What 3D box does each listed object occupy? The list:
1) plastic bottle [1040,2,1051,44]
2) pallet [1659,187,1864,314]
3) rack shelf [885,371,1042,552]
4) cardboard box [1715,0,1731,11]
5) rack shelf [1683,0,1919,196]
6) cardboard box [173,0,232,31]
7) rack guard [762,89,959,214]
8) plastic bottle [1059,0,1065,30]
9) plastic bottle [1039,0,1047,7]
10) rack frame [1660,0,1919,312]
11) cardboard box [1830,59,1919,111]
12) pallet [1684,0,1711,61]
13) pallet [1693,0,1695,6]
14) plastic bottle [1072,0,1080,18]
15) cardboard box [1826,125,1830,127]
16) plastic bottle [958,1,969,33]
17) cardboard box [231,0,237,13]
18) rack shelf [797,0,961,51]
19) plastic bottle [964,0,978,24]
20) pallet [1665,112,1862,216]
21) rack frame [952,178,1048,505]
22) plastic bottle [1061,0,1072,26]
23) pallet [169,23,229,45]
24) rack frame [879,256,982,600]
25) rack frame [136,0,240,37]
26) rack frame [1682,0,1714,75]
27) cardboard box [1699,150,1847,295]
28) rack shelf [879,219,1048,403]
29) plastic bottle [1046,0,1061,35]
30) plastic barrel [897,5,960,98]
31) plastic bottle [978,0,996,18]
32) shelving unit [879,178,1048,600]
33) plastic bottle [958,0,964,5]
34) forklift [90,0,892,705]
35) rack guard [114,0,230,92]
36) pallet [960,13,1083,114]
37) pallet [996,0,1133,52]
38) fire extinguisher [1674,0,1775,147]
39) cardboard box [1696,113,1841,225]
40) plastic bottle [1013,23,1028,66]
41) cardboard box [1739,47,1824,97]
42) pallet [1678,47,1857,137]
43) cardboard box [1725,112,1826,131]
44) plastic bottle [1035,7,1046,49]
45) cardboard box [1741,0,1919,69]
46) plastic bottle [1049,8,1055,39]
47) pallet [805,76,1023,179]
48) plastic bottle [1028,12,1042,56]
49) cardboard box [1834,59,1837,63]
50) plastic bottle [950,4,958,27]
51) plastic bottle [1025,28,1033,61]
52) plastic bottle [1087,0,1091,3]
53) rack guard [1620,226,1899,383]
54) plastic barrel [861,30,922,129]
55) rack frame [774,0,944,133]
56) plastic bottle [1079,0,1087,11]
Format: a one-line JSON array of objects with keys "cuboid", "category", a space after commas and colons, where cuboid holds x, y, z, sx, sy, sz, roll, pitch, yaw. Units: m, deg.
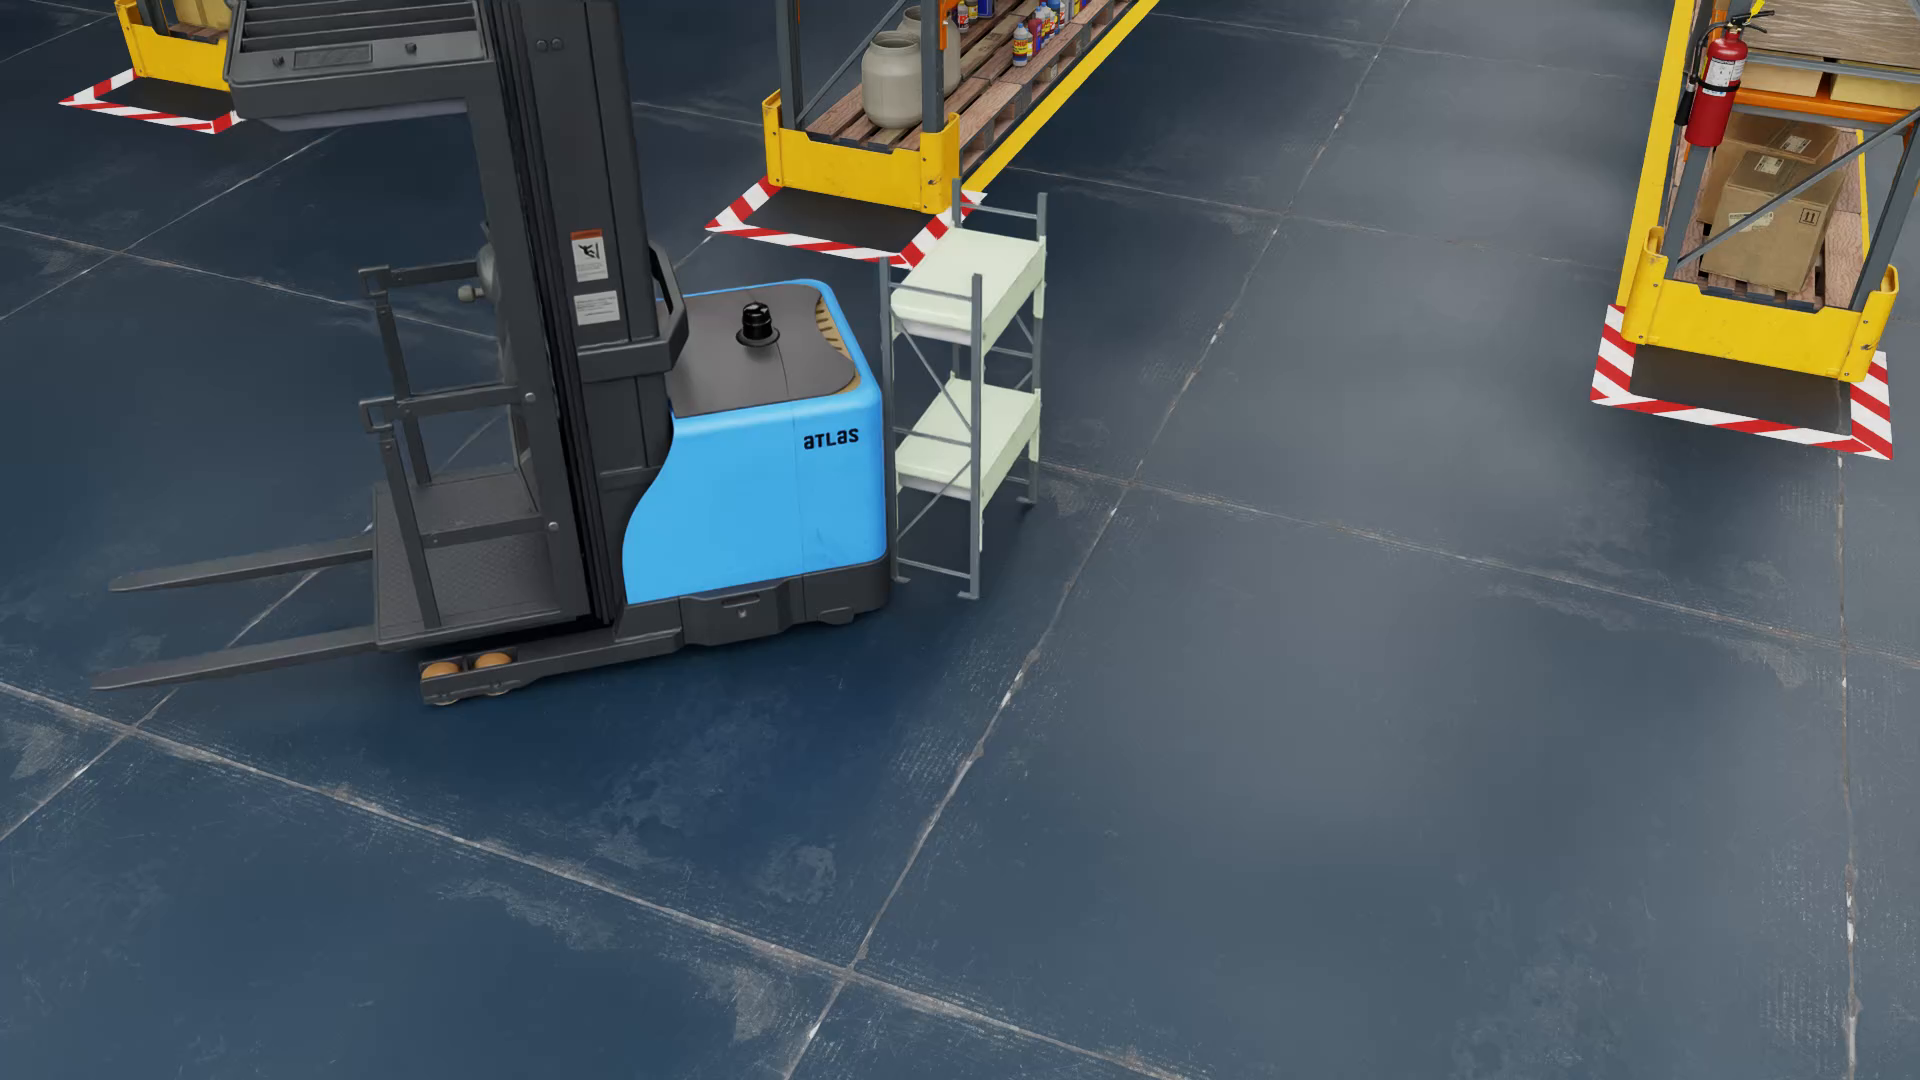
[{"cuboid": [0.570, -3.550, 11.406, 0.097, 0.271, 0.097, 0, 37, 0], "category": "plastic bottle"}, {"cuboid": [4.375, -1.528, 9.117, 1.003, 0.211, 1.213, 14, 39, 18], "category": "pallet"}, {"cuboid": [0.024, -0.343, 7.001, 0.431, 0.370, 0.720, 13, 39, 17], "category": "rack shelf"}, {"cuboid": [4.318, -2.922, 8.322, 0.875, 0.500, 0.500, 14, 39, 18], "category": "cardboard box"}, {"cuboid": [4.765, -2.980, 9.332, 1.077, 0.370, 4.000, 14, 39, 18], "category": "rack shelf"}, {"cuboid": [-5.225, -3.850, 11.842, 0.500, 0.250, 0.500, 14, 39, 18], "category": "cardboard box"}, {"cuboid": [-0.591, -2.341, 9.964, 1.175, 0.500, 0.348, 14, 39, 18], "category": "rack guard"}, {"cuboid": [0.686, -3.691, 11.652, 0.097, 0.201, 0.097, 0, 37, 0], "category": "plastic bottle"}, {"cuboid": [0.607, -3.819, 11.756, 0.061, 0.283, 0.133, 14, 39, 18], "category": "plastic bottle"}, {"cuboid": [4.004, -2.161, 7.635, 1.000, 3.000, 0.127, 14, 39, 18], "category": "rack frame"}, {"cuboid": [4.333, -2.164, 7.849, 0.380, 0.149, 0.250, 14, 39, 18], "category": "cardboard box"}, {"cuboid": [5.821, -3.690, 12.010, 1.003, 0.211, 1.213, 14, 39, 18], "category": "pallet"}, {"cuboid": [6.284, -4.368, 12.917, 1.003, 0.211, 1.213, 14, 39, 18], "category": "pallet"}, {"cuboid": [0.771, -3.912, 11.823, 0.144, 0.351, 0.185, 14, 39, 17], "category": "plastic bottle"}, {"cuboid": [4.962, -2.649, 10.026, 0.500, 0.500, 0.500, 11, 38, 14], "category": "cardboard box"}, {"cuboid": [0.014, -3.653, 11.602, 0.097, 0.201, 0.097, 0, 37, 0], "category": "plastic bottle"}, {"cuboid": [-4.746, -3.732, 11.684, 0.500, 0.250, 0.500, 14, 39, 18], "category": "cardboard box"}, {"cuboid": [0.185, -4.108, 10.842, 1.077, 0.370, 4.000, 14, 39, 18], "category": "rack shelf"}, {"cuboid": [0.079, -3.760, 11.745, 0.097, 0.201, 0.097, 0, 37, 0], "category": "plastic bottle"}, {"cuboid": [4.841, -2.201, 10.018, 1.003, 0.211, 1.213, 14, 39, 18], "category": "pallet"}, {"cuboid": [0.156, -0.809, 7.079, 0.400, 1.500, 0.023, 13, 39, 17], "category": "rack frame"}, {"cuboid": [0.706, -3.792, 11.726, 0.152, 0.276, 0.135, 15, 39, 19], "category": "plastic bottle"}, {"cuboid": [-4.903, -3.735, 12.071, 1.003, 0.211, 1.213, 14, 39, 18], "category": "pallet"}, {"cuboid": [-0.109, -0.400, 6.532, 0.400, 1.500, 0.023, 13, 39, 17], "category": "rack frame"}, {"cuboid": [-5.156, -4.419, 10.657, 1.000, 3.000, 0.127, 14, 39, 18], "category": "rack frame"}, {"cuboid": [5.526, -4.375, 10.598, 1.000, 3.000, 0.127, 14, 39, 18], "category": "rack frame"}, {"cuboid": [4.257, -1.670, 8.715, 0.500, 0.500, 0.500, 21, 42, 26], "category": "cardboard box"}, {"cuboid": [0.024, -0.917, 6.572, 0.431, 0.370, 0.720, 13, 39, 17], "category": "rack shelf"}, {"cuboid": [0.647, -3.663, 11.556, 0.097, 0.271, 0.097, 0, 37, 0], "category": "plastic bottle"}, {"cuboid": [-0.206, -3.120, 10.646, 0.421, 0.512, 0.421, 0, 37, 0], "category": "plastic barrel"}, {"cuboid": [0.168, -3.877, 11.839, 0.152, 0.276, 0.135, 14, 39, 18], "category": "plastic bottle"}, {"cuboid": [0.024, -0.604, 6.806, 0.431, 1.500, 0.755, 13, 39, 17], "category": "shelving unit"}, {"cuboid": [-0.050, -3.824, 11.705, 0.144, 0.351, 0.185, 15, 39, 20], "category": "plastic bottle"}, {"cuboid": [-1.856, -0.893, 5.997, 3.031, 2.935, 1.130, -10, 38, -13], "category": "forklift"}, {"cuboid": [-5.165, -3.405, 11.388, 1.175, 0.500, 0.348, 14, 39, 18], "category": "rack guard"}, {"cuboid": [0.189, -3.347, 11.551, 1.003, 0.211, 1.213, 14, 39, 18], "category": "pallet"}, {"cuboid": [0.652, -4.024, 12.458, 1.003, 0.211, 1.213, 14, 39, 18], "category": "pallet"}, {"cuboid": [3.534, -2.171, 7.714, 0.296, 0.674, 0.183, 14, 39, 18], "category": "fire extinguisher"}, {"cuboid": [4.453, -2.008, 9.169, 0.500, 0.500, 0.500, 25, 43, 29], "category": "cardboard box"}, {"cuboid": [0.402, -3.305, 11.078, 0.097, 0.271, 0.097, 0, 37, 0], "category": "plastic bottle"}, {"cuboid": [3.922, -2.265, 7.985, 0.380, 0.149, 0.250, 14, 39, 18], "category": "cardboard box"}, {"cuboid": [5.303, -2.879, 10.925, 1.003, 0.211, 1.213, 14, 39, 18], "category": "pallet"}, {"cuboid": [4.709, -2.351, 9.627, 0.500, 0.500, 0.500, 18, 40, 22], "category": "cardboard box"}, {"cuboid": [0.532, -3.495, 11.332, 0.097, 0.271, 0.097, 0, 37, 0], "category": "plastic bottle"}, {"cuboid": [4.239, -2.618, 7.915, 0.875, 0.500, 0.500, 14, 39, 18], "category": "cardboard box"}, {"cuboid": [0.608, -3.577, 11.500, 0.097, 0.201, 0.097, 0, 37, 0], "category": "plastic bottle"}, {"cuboid": [-0.277, -2.673, 10.650, 1.003, 0.211, 1.213, 14, 39, 18], "category": "pallet"}, {"cuboid": [0.505, -3.431, 11.236, 0.061, 0.283, 0.133, 14, 39, 18], "category": "plastic bottle"}, {"cuboid": [4.446, -2.298, 8.028, 0.380, 0.149, 0.250, 14, 39, 18], "category": "cardboard box"}, {"cuboid": [-0.063, -3.603, 11.467, 0.061, 0.283, 0.133, 14, 39, 18], "category": "plastic bottle"}, {"cuboid": [0.441, -3.334, 11.176, 0.097, 0.201, 0.097, 0, 37, 0], "category": "plastic bottle"}, {"cuboid": [0.894, -4.090, 12.062, 0.144, 0.351, 0.185, 12, 38, 15], "category": "plastic bottle"}, {"cuboid": [4.033, -1.202, 8.440, 1.175, 0.500, 0.348, 14, 39, 18], "category": "rack guard"}, {"cuboid": [-0.397, -2.842, 10.275, 0.421, 0.512, 0.421, 0, 37, 0], "category": "plastic barrel"}, {"cuboid": [-0.576, -3.289, 9.145, 1.000, 3.000, 0.127, 14, 39, 18], "category": "rack frame"}, {"cuboid": [0.871, -3.964, 11.949, 0.061, 0.283, 0.133, 16, 40, 21], "category": "plastic bottle"}]
